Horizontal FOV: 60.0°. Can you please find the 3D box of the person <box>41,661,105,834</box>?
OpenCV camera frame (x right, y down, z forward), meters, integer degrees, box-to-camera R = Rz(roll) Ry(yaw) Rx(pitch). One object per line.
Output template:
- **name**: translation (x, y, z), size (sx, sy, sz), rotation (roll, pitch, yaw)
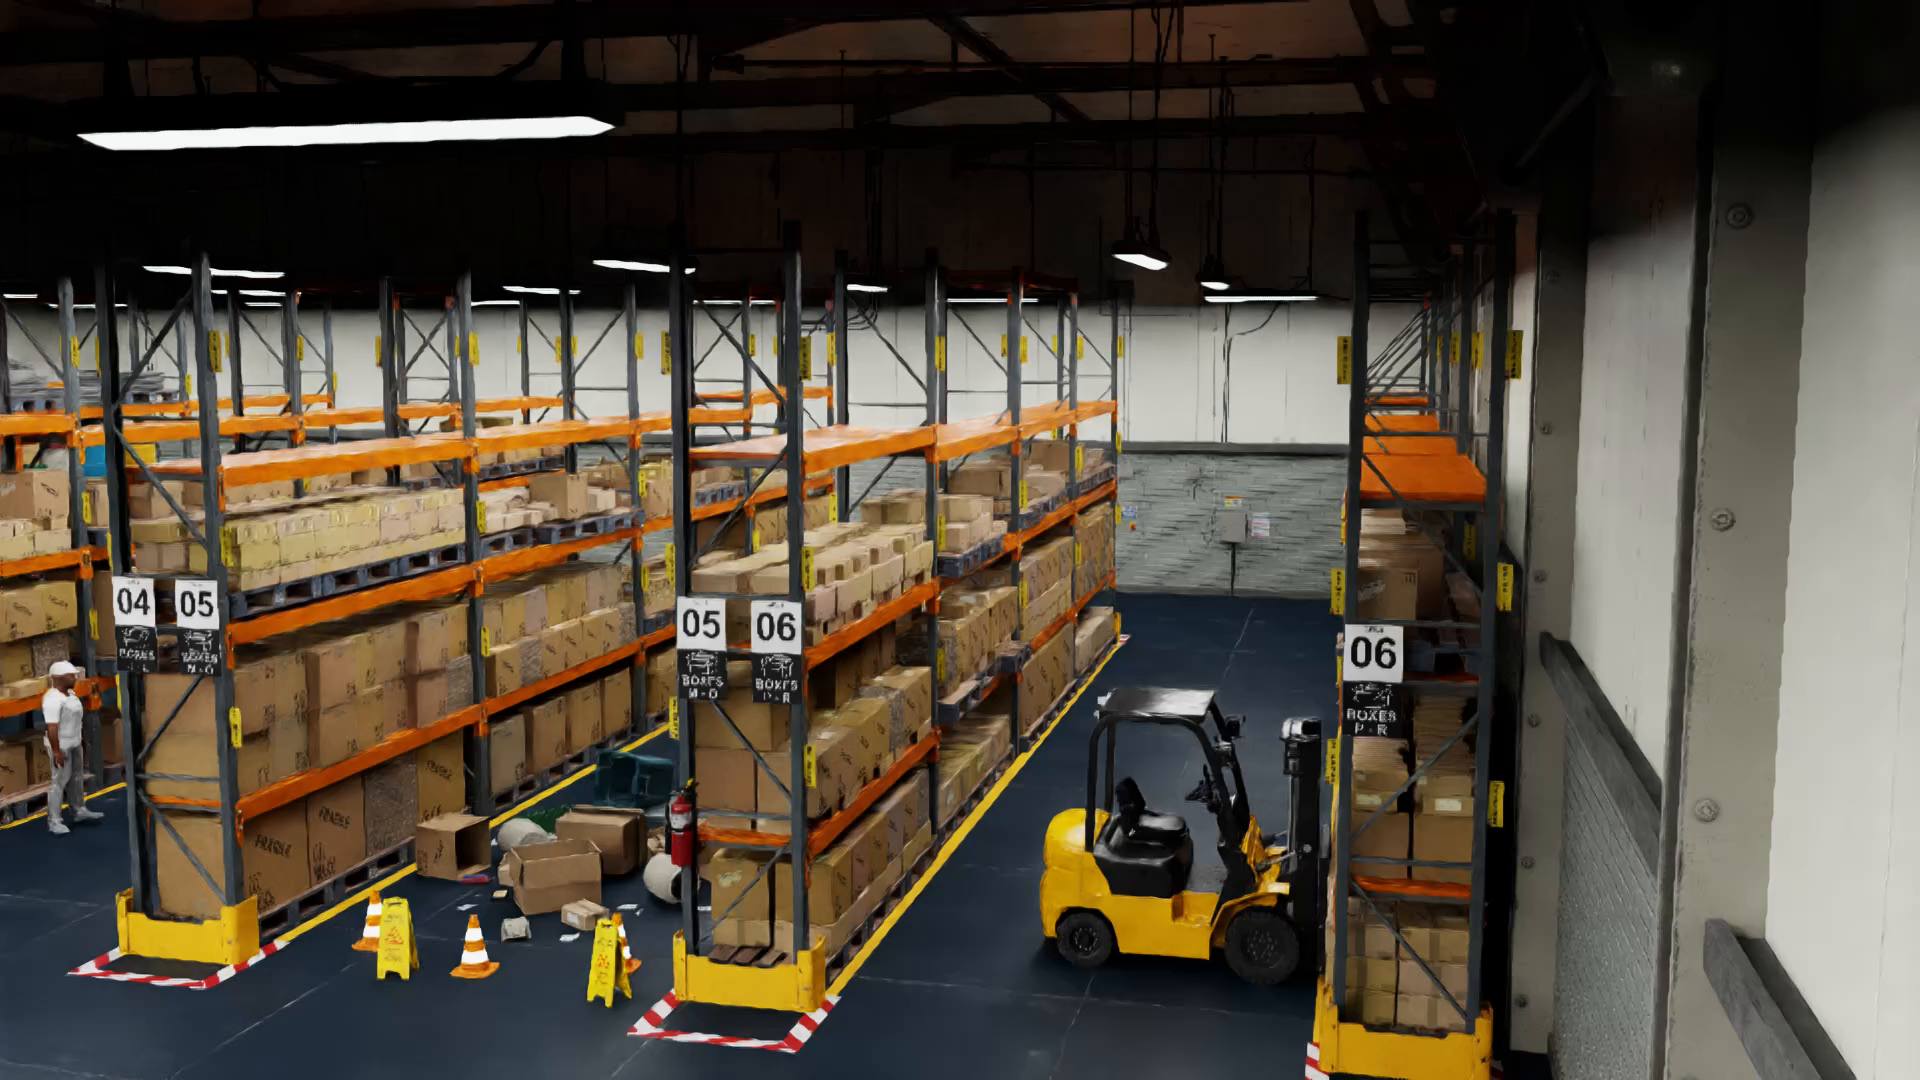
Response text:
- **person**: translation (-9.352, 2.144, 17.482), size (0.464, 1.772, 0.645), rotation (-1, 7, -9)
